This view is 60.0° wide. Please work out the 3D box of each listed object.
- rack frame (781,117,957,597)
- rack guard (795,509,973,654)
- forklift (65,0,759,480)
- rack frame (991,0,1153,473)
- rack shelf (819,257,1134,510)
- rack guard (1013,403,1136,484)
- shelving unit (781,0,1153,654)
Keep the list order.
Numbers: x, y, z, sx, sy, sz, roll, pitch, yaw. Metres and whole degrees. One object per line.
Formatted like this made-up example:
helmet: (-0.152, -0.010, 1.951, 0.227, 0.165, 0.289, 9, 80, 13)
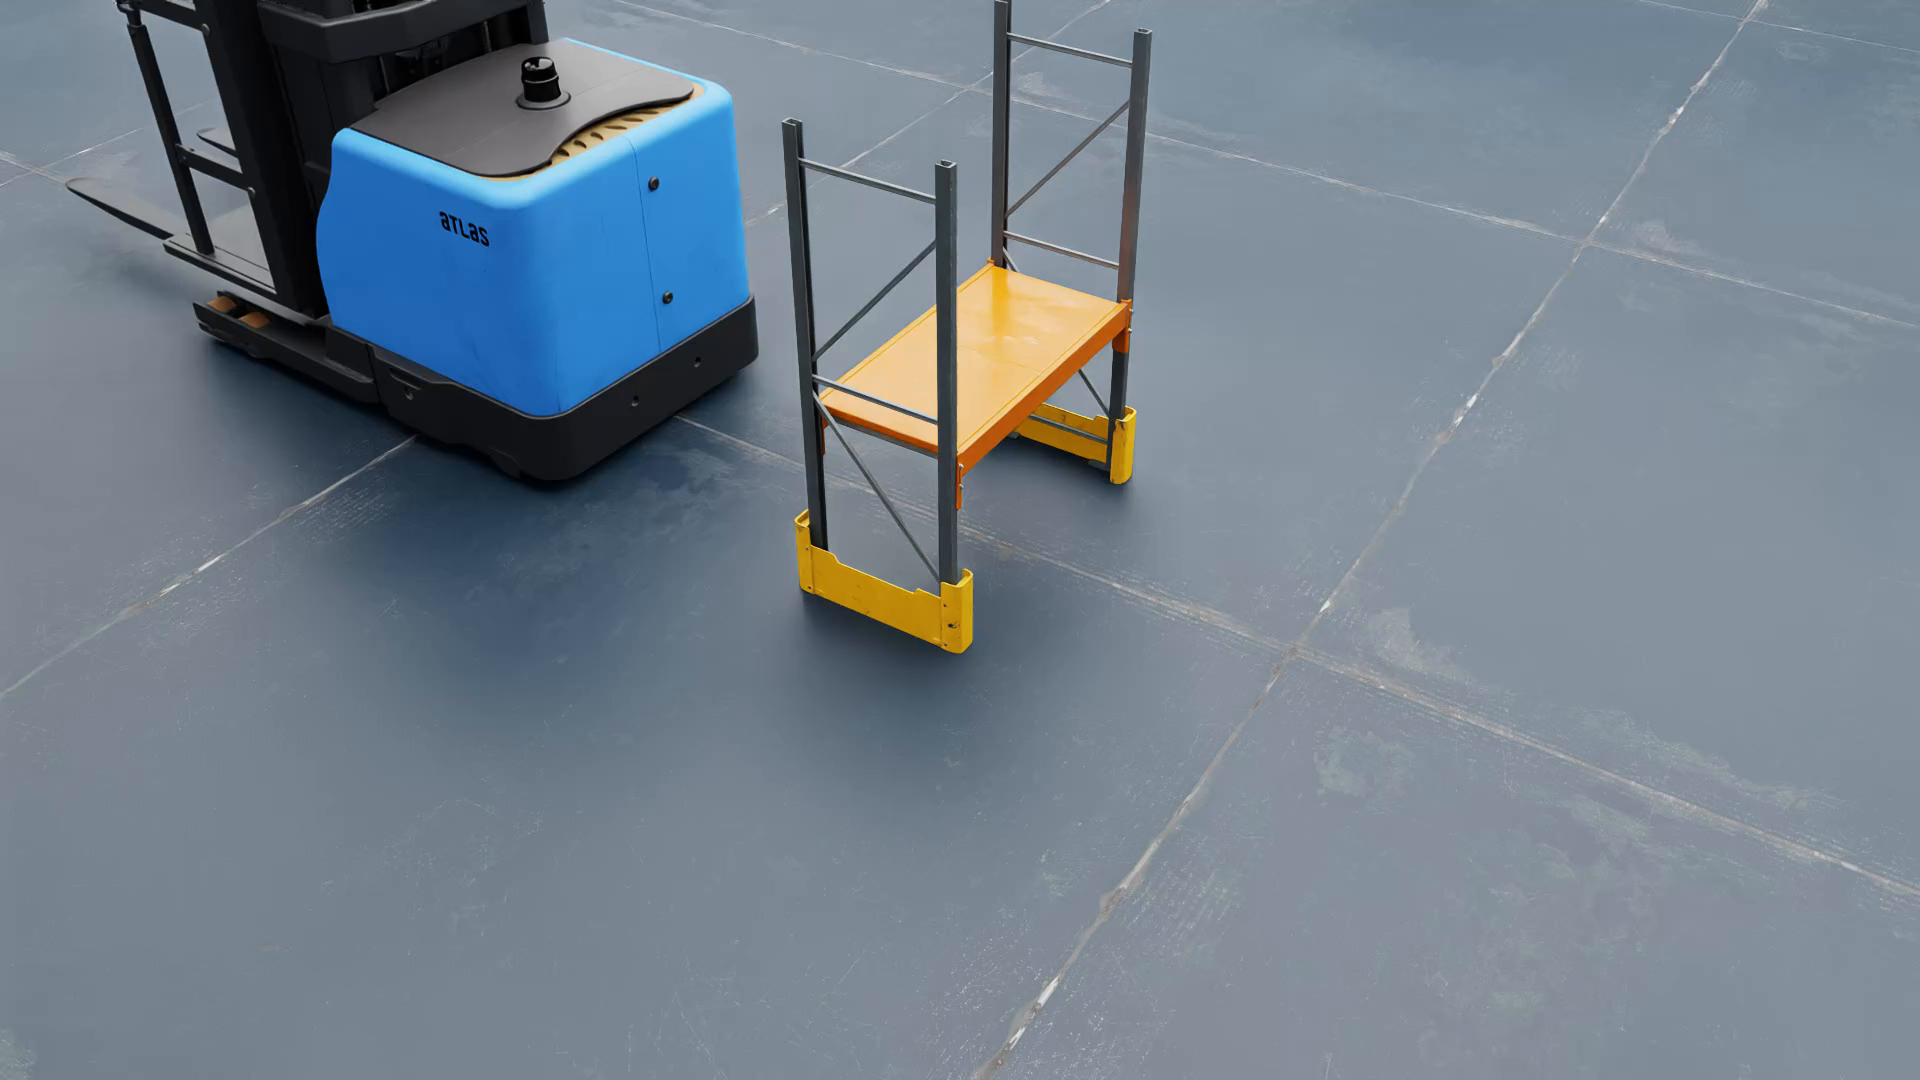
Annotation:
rack frame: (-0.227, -0.376, 4.509, 0.500, 1.500, 0.032, 21, 42, 25)
rack guard: (-0.226, 0.118, 4.892, 0.587, 0.250, 0.087, 21, 42, 25)
forklift: (-2.221, -2.068, 5.532, 3.031, 2.935, 1.130, 24, 43, 27)
rack frame: (0.318, -0.900, 5.189, 0.500, 1.500, 0.032, 21, 42, 25)
rack shelf: (0.046, -0.496, 4.959, 0.538, 0.185, 1.000, 21, 42, 25)
rack guard: (0.308, -0.395, 5.558, 0.587, 0.250, 0.087, 21, 42, 25)
shelving unit: (0.041, -0.633, 4.843, 0.587, 1.500, 1.083, 21, 42, 25)
